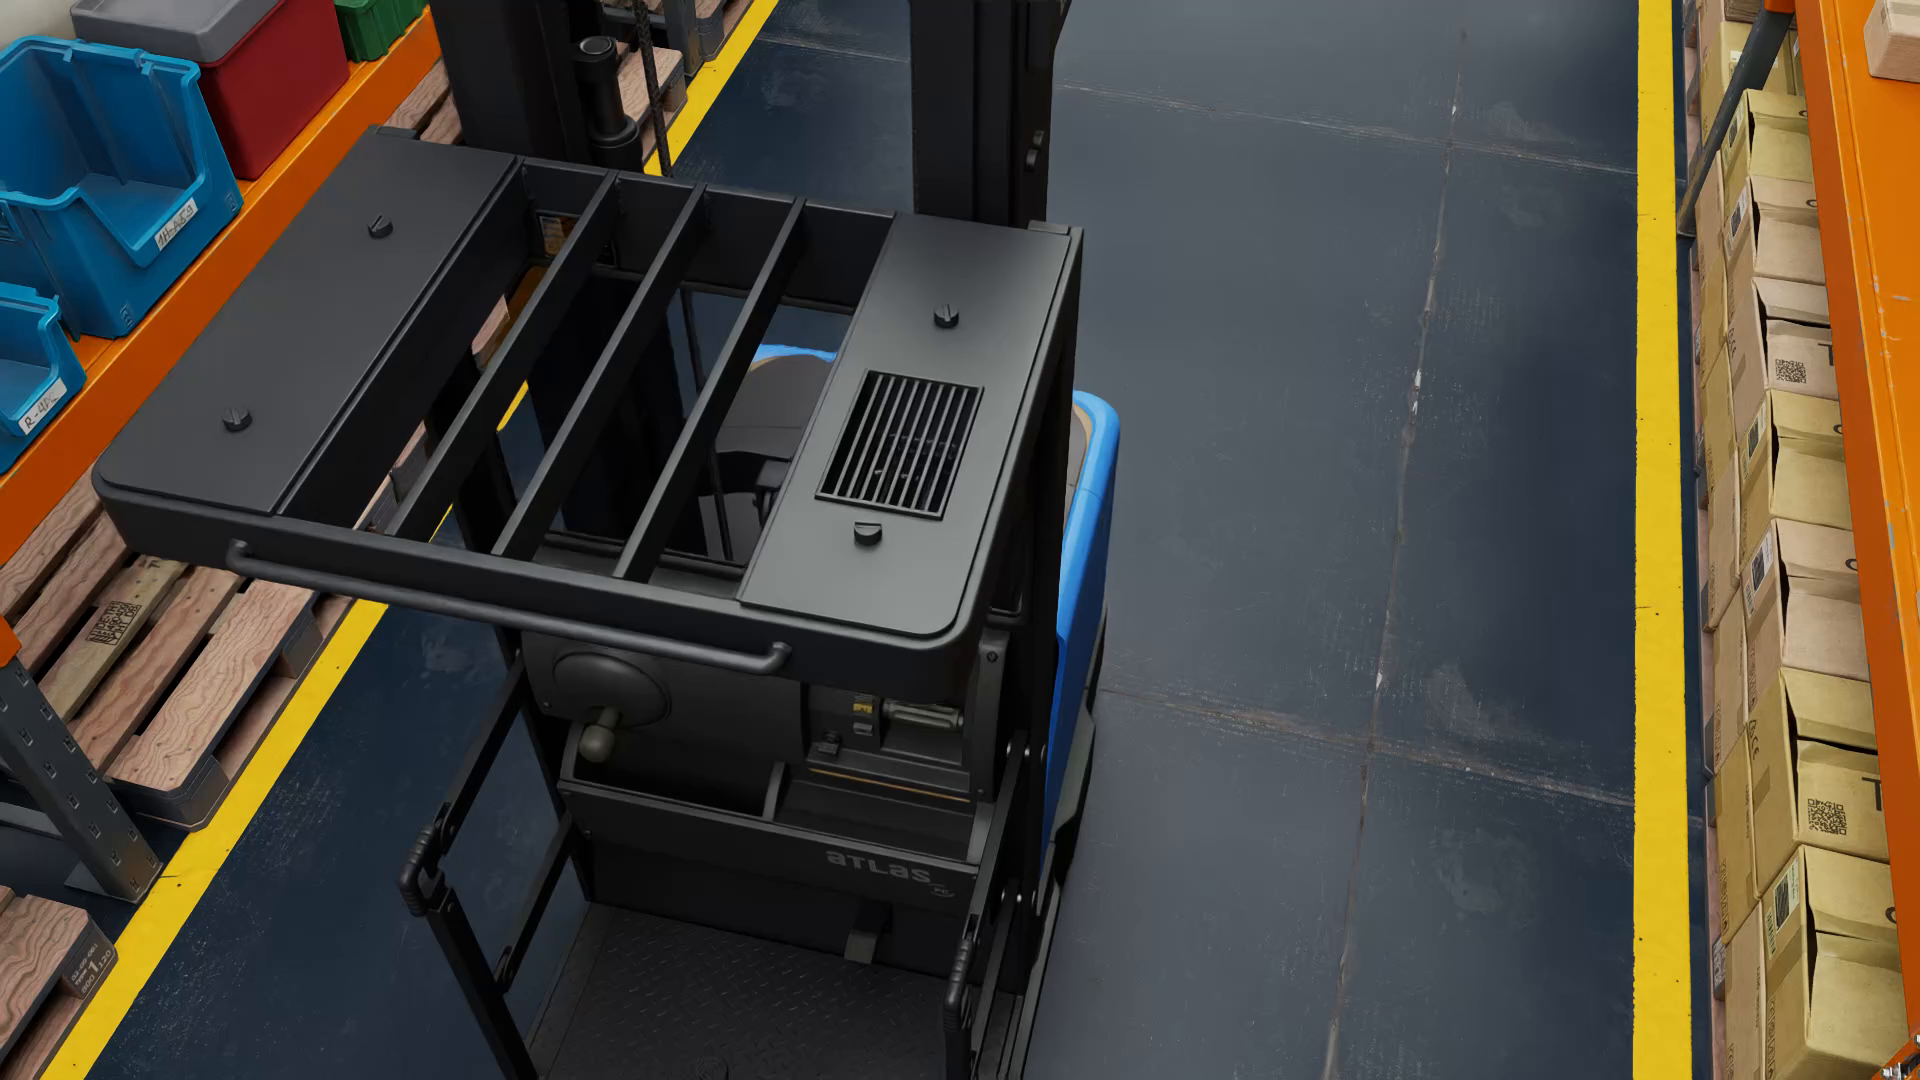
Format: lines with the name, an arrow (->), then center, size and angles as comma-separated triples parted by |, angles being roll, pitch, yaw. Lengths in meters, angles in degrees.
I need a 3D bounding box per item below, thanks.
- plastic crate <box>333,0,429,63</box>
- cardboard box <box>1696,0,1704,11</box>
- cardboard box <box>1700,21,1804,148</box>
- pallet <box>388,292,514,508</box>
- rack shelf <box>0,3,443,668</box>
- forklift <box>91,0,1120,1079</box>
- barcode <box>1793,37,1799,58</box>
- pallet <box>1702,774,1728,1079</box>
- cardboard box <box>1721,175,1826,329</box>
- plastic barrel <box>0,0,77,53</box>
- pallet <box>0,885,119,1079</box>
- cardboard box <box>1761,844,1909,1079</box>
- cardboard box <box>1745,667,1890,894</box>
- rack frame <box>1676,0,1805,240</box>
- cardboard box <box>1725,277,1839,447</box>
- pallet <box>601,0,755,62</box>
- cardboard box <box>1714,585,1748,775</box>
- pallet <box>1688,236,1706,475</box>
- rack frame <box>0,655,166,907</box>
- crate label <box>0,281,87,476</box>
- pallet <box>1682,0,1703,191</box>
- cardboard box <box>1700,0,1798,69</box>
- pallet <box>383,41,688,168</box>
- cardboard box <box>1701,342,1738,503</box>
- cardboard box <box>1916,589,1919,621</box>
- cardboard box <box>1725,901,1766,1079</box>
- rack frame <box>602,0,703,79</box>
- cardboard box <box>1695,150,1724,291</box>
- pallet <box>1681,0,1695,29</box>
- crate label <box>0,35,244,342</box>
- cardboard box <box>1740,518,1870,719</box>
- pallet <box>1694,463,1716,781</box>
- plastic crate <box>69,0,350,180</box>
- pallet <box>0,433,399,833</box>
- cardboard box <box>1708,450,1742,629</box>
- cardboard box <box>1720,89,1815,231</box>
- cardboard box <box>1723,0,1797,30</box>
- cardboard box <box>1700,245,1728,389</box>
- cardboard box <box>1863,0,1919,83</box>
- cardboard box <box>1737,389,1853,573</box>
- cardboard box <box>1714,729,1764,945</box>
plastic crate -> -1.770, -1.676, 4.870 | 0.450, 0.188, 0.662 | 12, 50, 10
cardboard box -> 3.364, -2.413, 6.933 | 0.500, 0.250, 0.500 | 12, 50, 10
cardboard box -> 3.105, -1.689, 6.294 | 0.500, 0.250, 0.500 | 12, 50, 10
pallet -> -2.072, -0.678, 5.707 | 1.003, 0.211, 1.213 | 12, 50, 10
rack shelf -> -2.110, -1.377, 4.944 | 1.077, 0.370, 4.000 | 12, 50, 10
forklift -> -0.424, 0.375, 2.964 | 1.130, 2.935, 3.031 | 10, 49, 9
barcode -> 2.725, -1.615, 5.408 | 0.001, 0.075, 0.075 | 12, 50, 10
pallet -> 2.395, 1.147, 4.097 | 1.003, 0.211, 1.213 | 12, 50, 10
cardboard box -> 2.708, -0.885, 5.210 | 0.500, 0.311, 0.500 | 11, 49, 10
plastic barrel -> -2.461, -1.296, 4.319 | 0.421, 0.512, 0.421 | 0, 49, 0
pallet -> -2.804, 1.333, 3.933 | 1.003, 0.211, 1.213 | 12, 50, 10
cardboard box -> 2.041, 0.970, 3.573 | 0.500, 0.311, 0.500 | 13, 50, 11
cardboard box -> 2.172, 0.593, 3.906 | 0.500, 0.311, 0.500 | 11, 49, 9
rack frame -> 3.194, -2.081, 5.086 | 1.000, 3.000, 0.127 | 12, 50, 10
cardboard box -> 2.573, -0.511, 4.880 | 0.500, 0.311, 0.500 | 10, 49, 9
pallet -> -1.367, -2.616, 7.418 | 1.003, 0.211, 1.213 | 12, 50, 10
cardboard box -> 2.312, 0.418, 4.435 | 0.500, 0.250, 0.500 | 13, 50, 11
pallet -> 3.038, -0.618, 5.655 | 1.003, 0.211, 1.213 | 12, 50, 10
rack frame -> -2.637, -0.168, 3.398 | 1.000, 3.000, 0.127 | 12, 50, 10
crate label -> -2.164, -0.344, 3.664 | 0.303, 0.233, 0.416 | 12, 50, 10
pallet -> 3.444, -1.726, 6.632 | 1.003, 0.211, 1.213 | 12, 50, 10
cardboard box -> 3.246, -2.049, 6.611 | 0.500, 0.250, 0.500 | 12, 50, 10
pallet -> -1.753, -1.563, 6.489 | 1.003, 0.211, 1.213 | 12, 50, 10
cardboard box -> 2.579, -0.323, 5.088 | 0.500, 0.250, 0.500 | 10, 49, 9
cardboard box -> 2.111, 0.190, 3.249 | 0.380, 0.149, 0.250 | 12, 50, 10
cardboard box -> 2.044, 1.154, 3.785 | 0.500, 0.250, 0.500 | 13, 50, 11
rack frame -> -1.584, -3.061, 5.951 | 1.000, 3.000, 0.127 | 12, 50, 10
cardboard box -> 2.849, -1.068, 5.745 | 0.500, 0.250, 0.500 | 10, 49, 9
pallet -> 3.763, -2.611, 7.413 | 1.003, 0.211, 1.213 | 12, 50, 10
crate label -> -2.114, -0.845, 3.972 | 0.502, 0.435, 0.616 | 12, 50, 10
cardboard box -> 2.307, 0.228, 4.228 | 0.500, 0.311, 0.500 | 11, 50, 10
pallet -> 2.718, 0.267, 4.873 | 1.003, 0.211, 1.213 | 12, 50, 10
plastic crate -> -1.916, -1.298, 4.352 | 0.402, 0.464, 0.583 | 12, 50, 10
pallet -> -2.395, 0.202, 4.931 | 1.003, 0.211, 1.213 | 12, 50, 10
cardboard box -> 2.444, 0.045, 4.764 | 0.500, 0.250, 0.500 | 12, 50, 11
cardboard box -> 2.845, -1.246, 5.529 | 0.500, 0.311, 0.500 | 12, 50, 10
cardboard box -> 3.248, -2.296, 6.330 | 0.500, 0.500, 0.500 | 12, 50, 10
cardboard box -> 2.713, -0.698, 5.419 | 0.500, 0.250, 0.500 | 13, 50, 11
cardboard box -> 2.763, -1.398, 4.650 | 0.380, 0.149, 0.250 | 12, 50, 10
cardboard box -> 2.441, -0.134, 4.547 | 0.500, 0.311, 0.500 | 13, 50, 11
cardboard box -> 2.176, 0.781, 4.114 | 0.500, 0.250, 0.500 | 11, 49, 10
